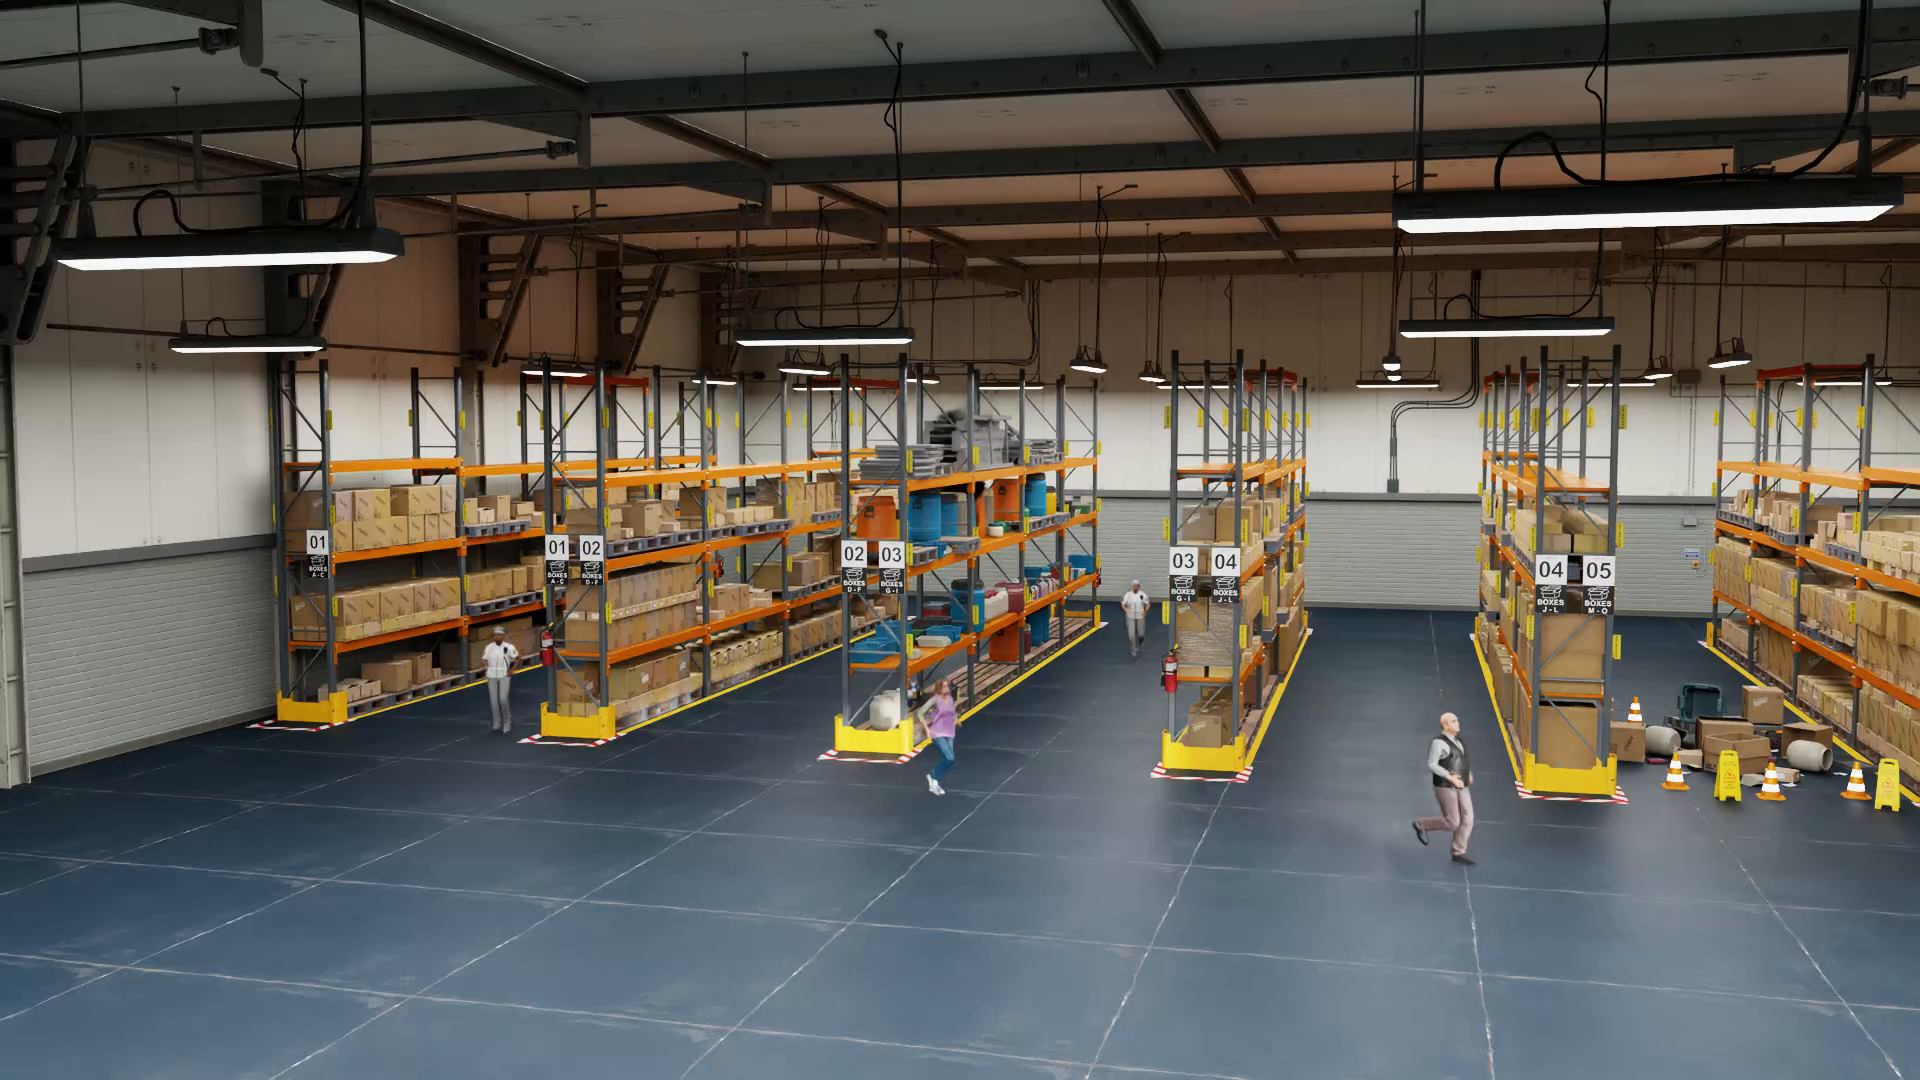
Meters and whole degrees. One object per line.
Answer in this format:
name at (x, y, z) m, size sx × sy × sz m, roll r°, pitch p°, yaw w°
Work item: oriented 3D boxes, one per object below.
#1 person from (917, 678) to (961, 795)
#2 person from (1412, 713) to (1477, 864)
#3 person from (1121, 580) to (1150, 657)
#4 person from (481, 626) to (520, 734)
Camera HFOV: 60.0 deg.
person at (-0.218, 2.625, 22.085) m, size 0.602 × 1.564 × 0.520 m, roll 4°, pitch 6°, yaw 43°
person at (5.552, 2.804, 18.909) m, size 0.659 × 1.688 × 0.765 m, roll -4°, pitch 6°, yaw -42°
person at (3.721, 1.665, 35.268) m, size 0.603 × 1.605 × 0.571 m, roll 0°, pitch 4°, yaw 7°
person at (-7.401, 2.245, 26.685) m, size 0.600 × 1.737 × 0.594 m, roll 0°, pitch 4°, yaw -1°
